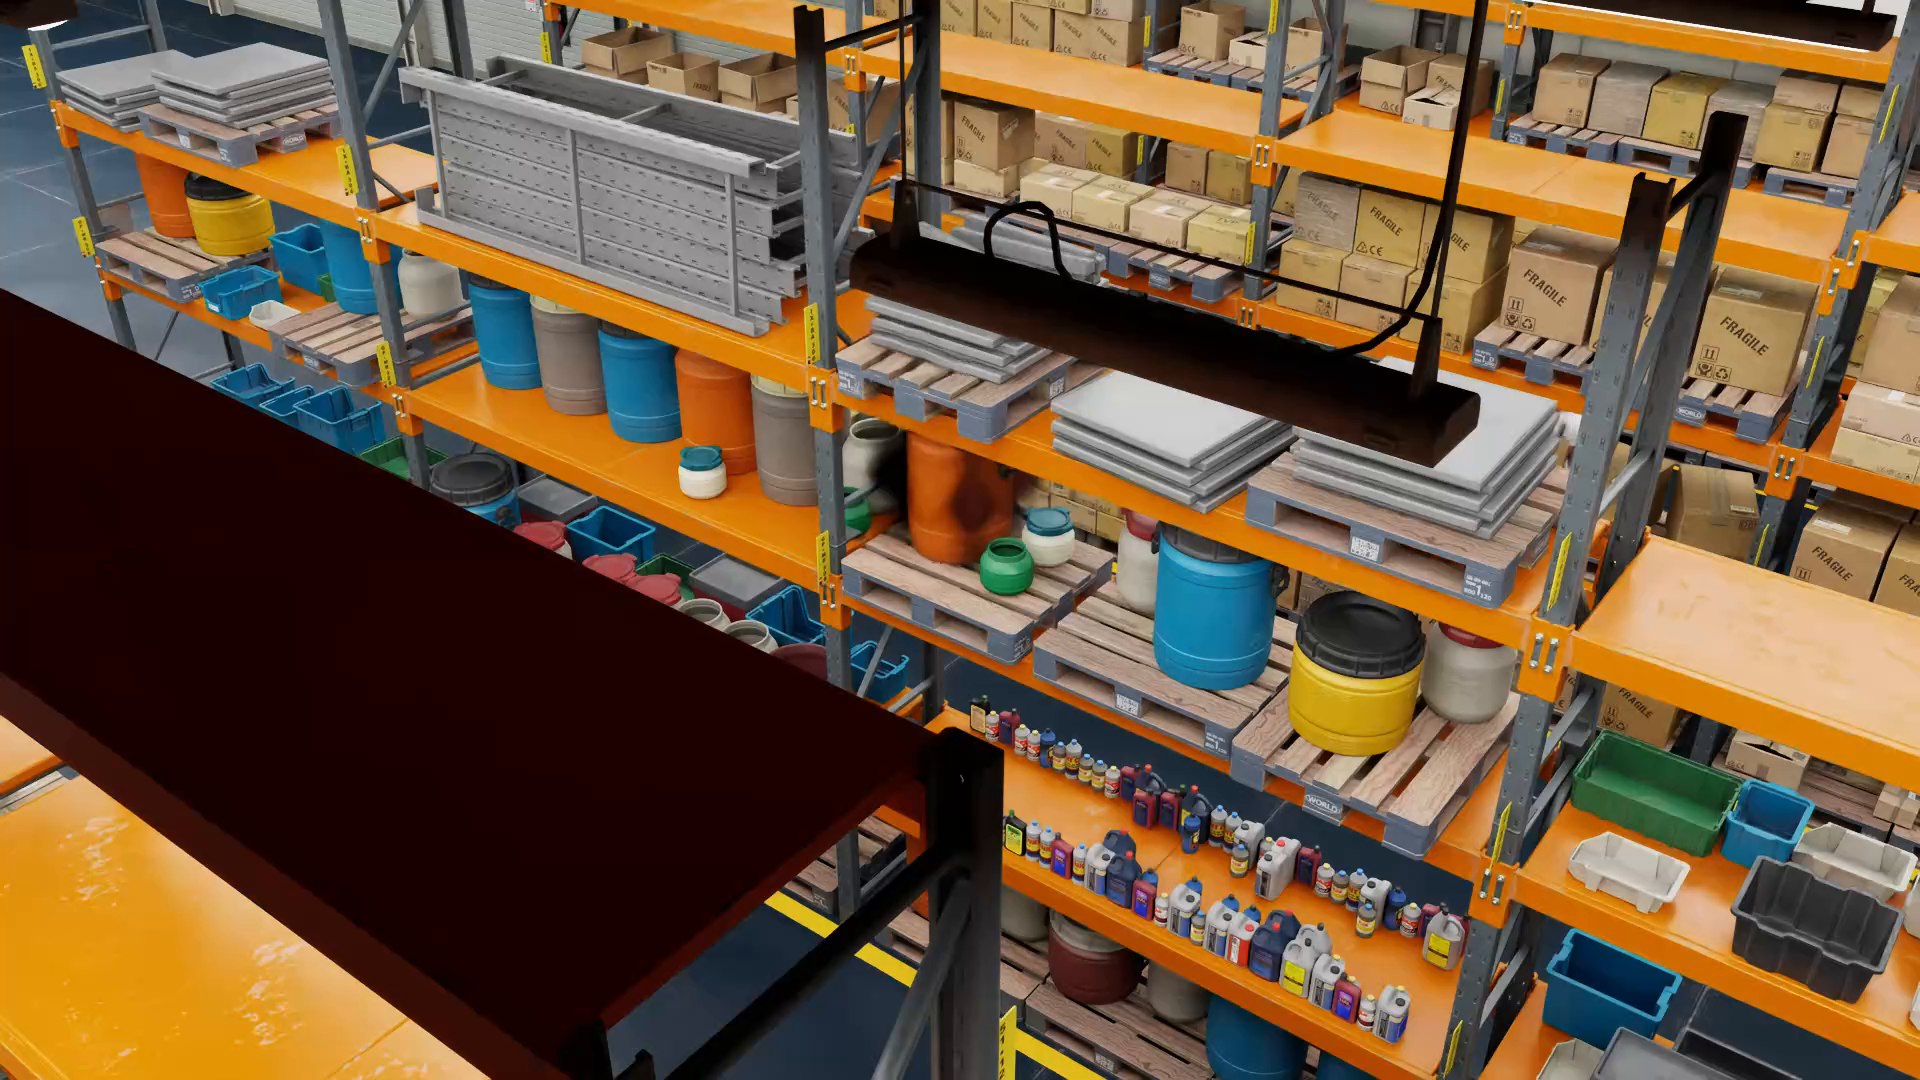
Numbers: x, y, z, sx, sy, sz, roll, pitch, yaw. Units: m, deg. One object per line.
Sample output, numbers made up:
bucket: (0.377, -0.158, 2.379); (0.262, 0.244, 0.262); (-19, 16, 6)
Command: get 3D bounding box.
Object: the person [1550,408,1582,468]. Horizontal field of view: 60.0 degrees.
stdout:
person: (5.102, -0.697, 14.742); (0.767, 1.780, 0.644); (0, 31, 0)
